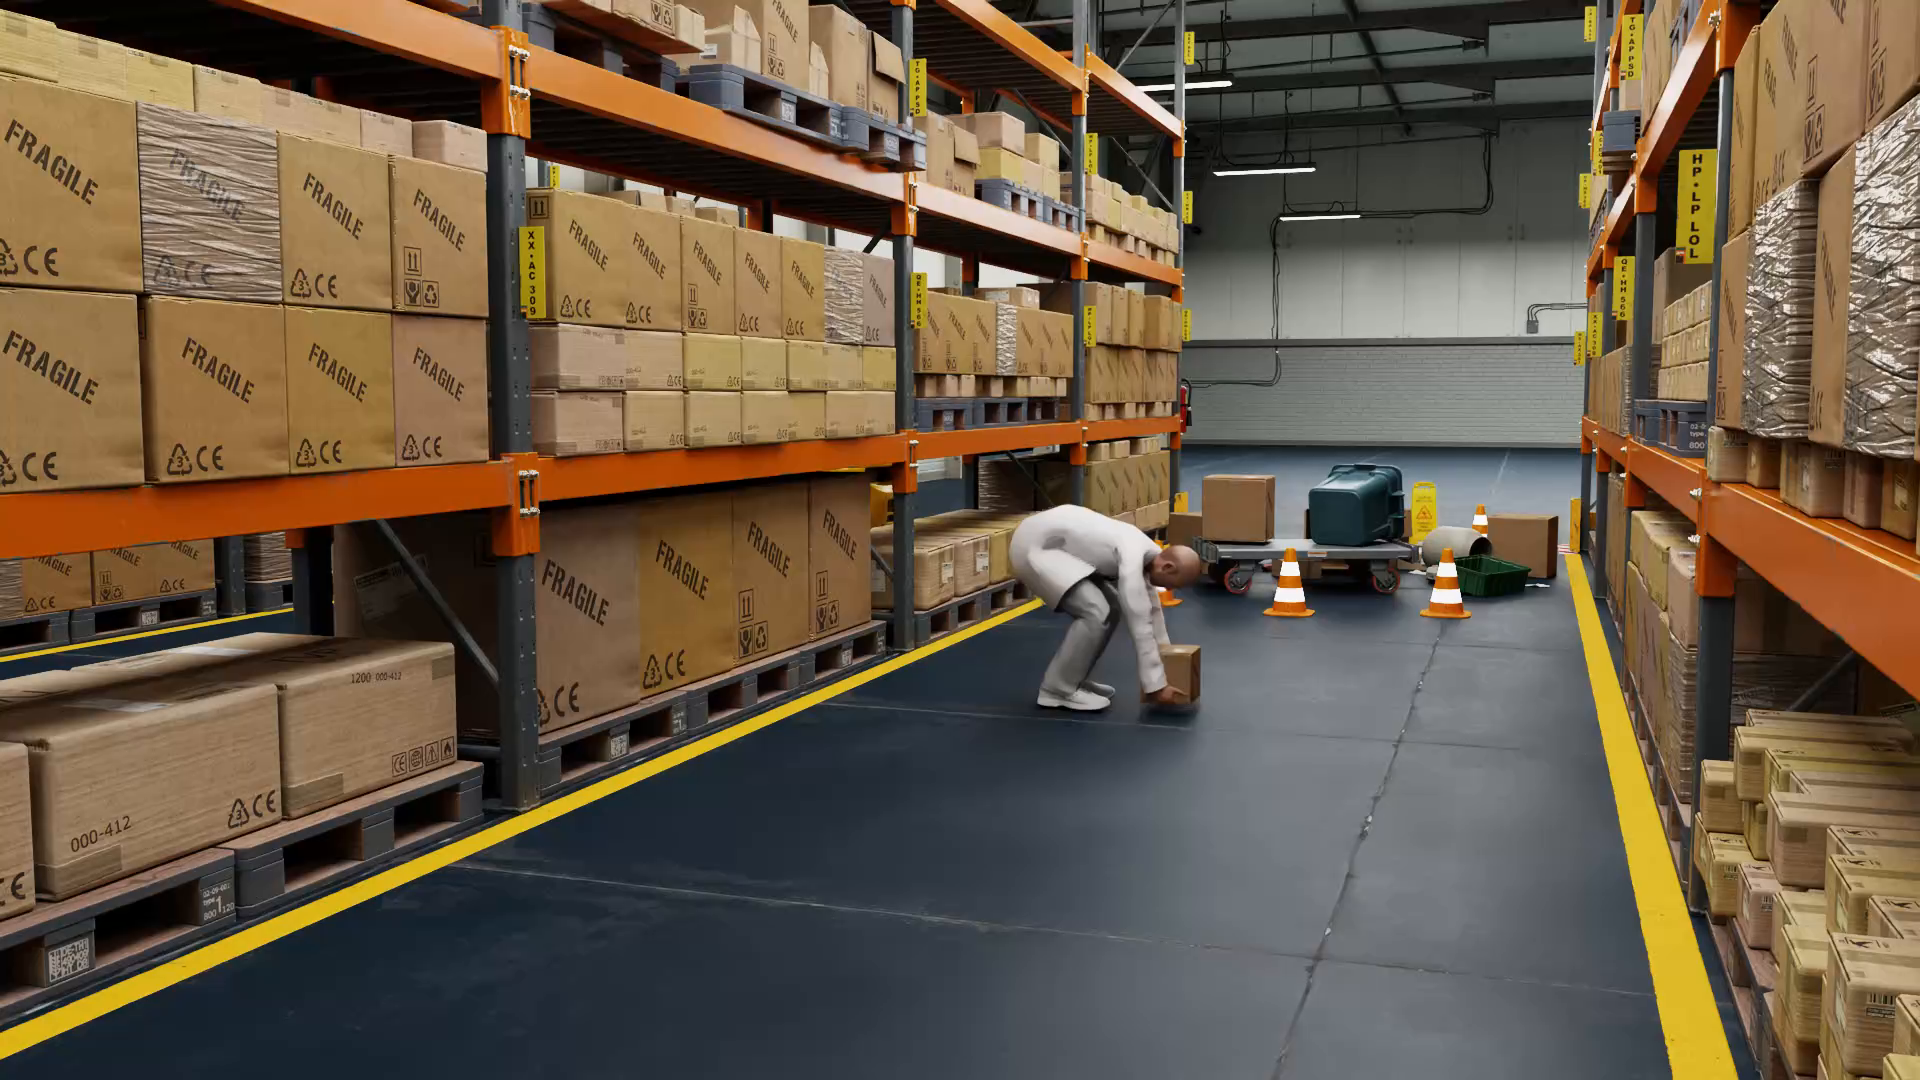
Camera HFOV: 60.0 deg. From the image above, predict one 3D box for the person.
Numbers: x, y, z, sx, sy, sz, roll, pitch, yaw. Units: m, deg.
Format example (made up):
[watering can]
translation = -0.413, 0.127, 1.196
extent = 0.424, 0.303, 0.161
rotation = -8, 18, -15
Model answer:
[person]
translation = 0.708, 0.325, 8.176
extent = 0.943, 0.994, 0.588
rotation = 1, 5, 16
